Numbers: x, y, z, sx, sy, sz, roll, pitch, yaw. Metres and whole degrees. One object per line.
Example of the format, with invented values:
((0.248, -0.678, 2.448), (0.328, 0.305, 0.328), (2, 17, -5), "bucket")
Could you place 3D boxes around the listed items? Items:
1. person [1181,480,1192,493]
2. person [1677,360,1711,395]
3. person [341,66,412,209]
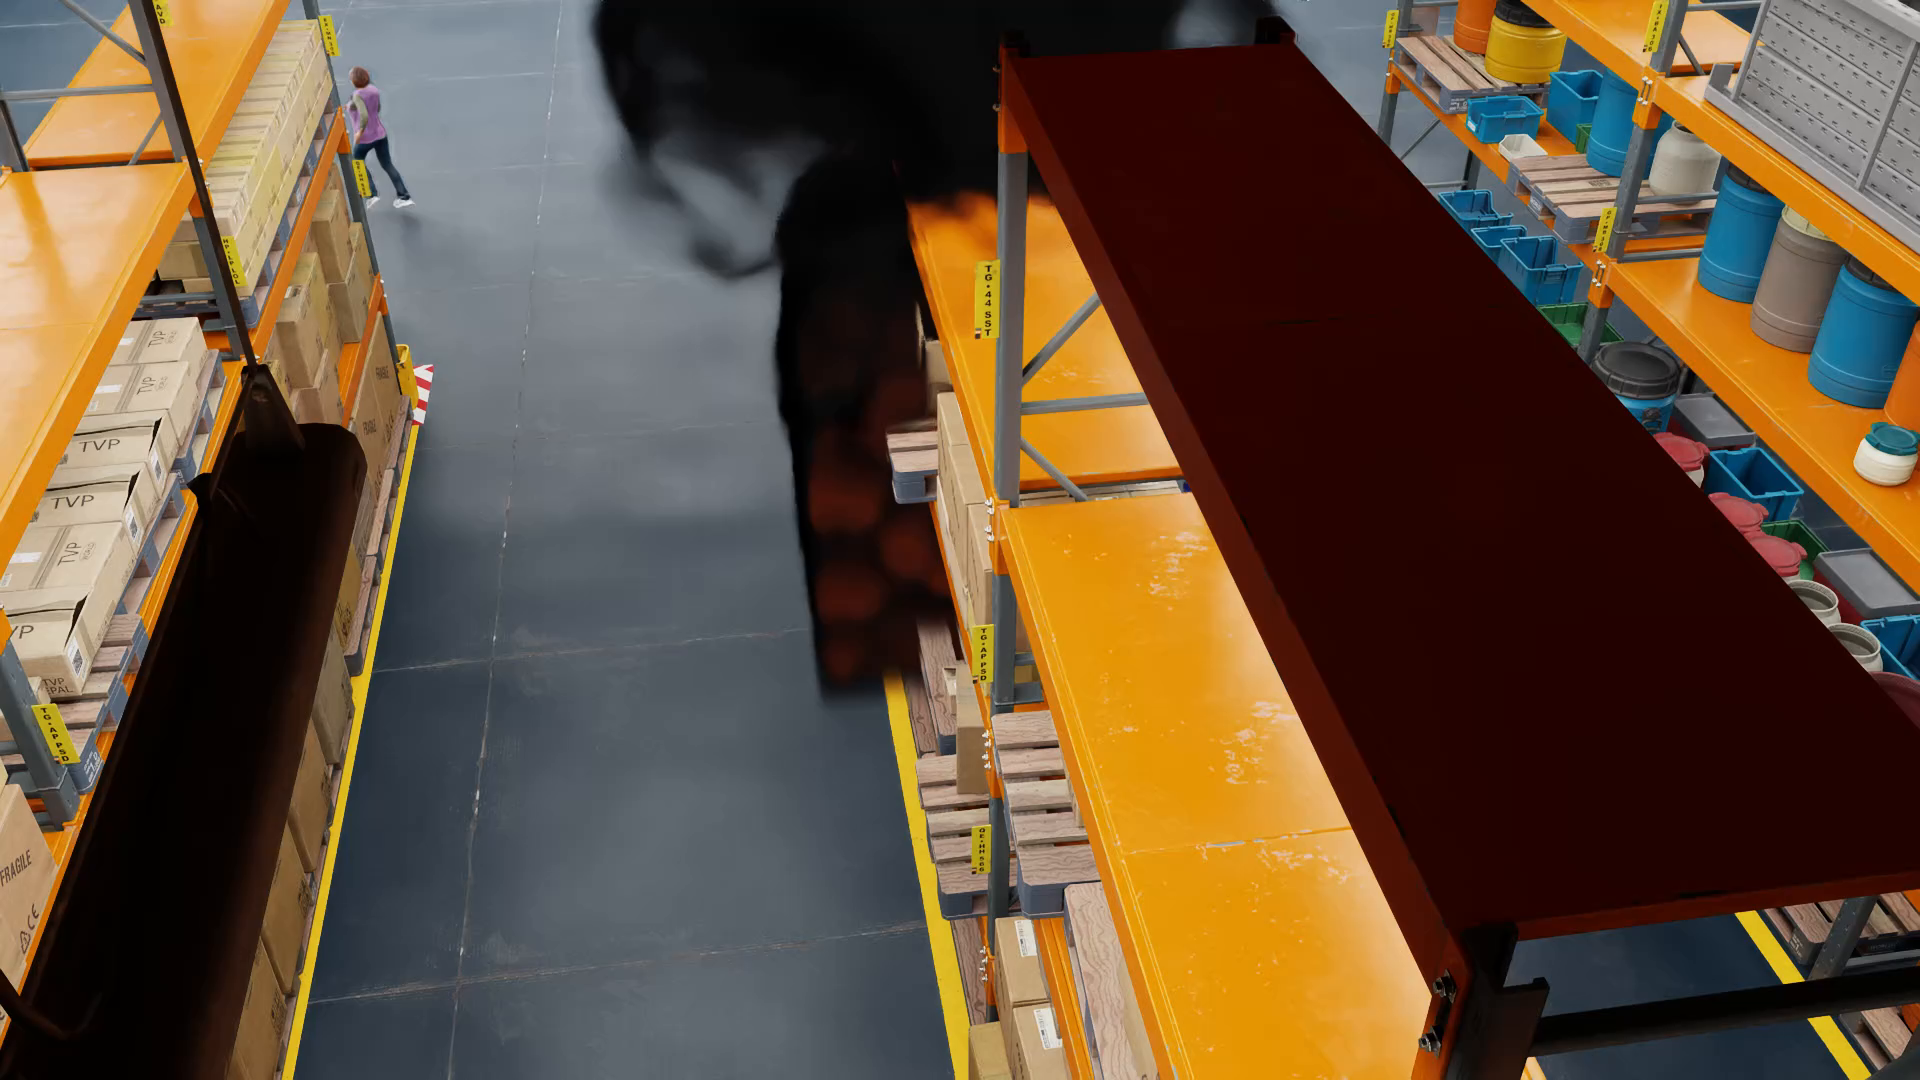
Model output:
((1.766, -0.078, 11.707), (0.576, 1.616, 0.537), (-5, 37, -6), "person")
((6.313, -1.357, 14.007), (0.522, 1.554, 0.598), (-13, 38, -17), "person")
((-6.358, -4.313, 17.969), (0.711, 1.638, 0.504), (19, 40, 24), "person")
